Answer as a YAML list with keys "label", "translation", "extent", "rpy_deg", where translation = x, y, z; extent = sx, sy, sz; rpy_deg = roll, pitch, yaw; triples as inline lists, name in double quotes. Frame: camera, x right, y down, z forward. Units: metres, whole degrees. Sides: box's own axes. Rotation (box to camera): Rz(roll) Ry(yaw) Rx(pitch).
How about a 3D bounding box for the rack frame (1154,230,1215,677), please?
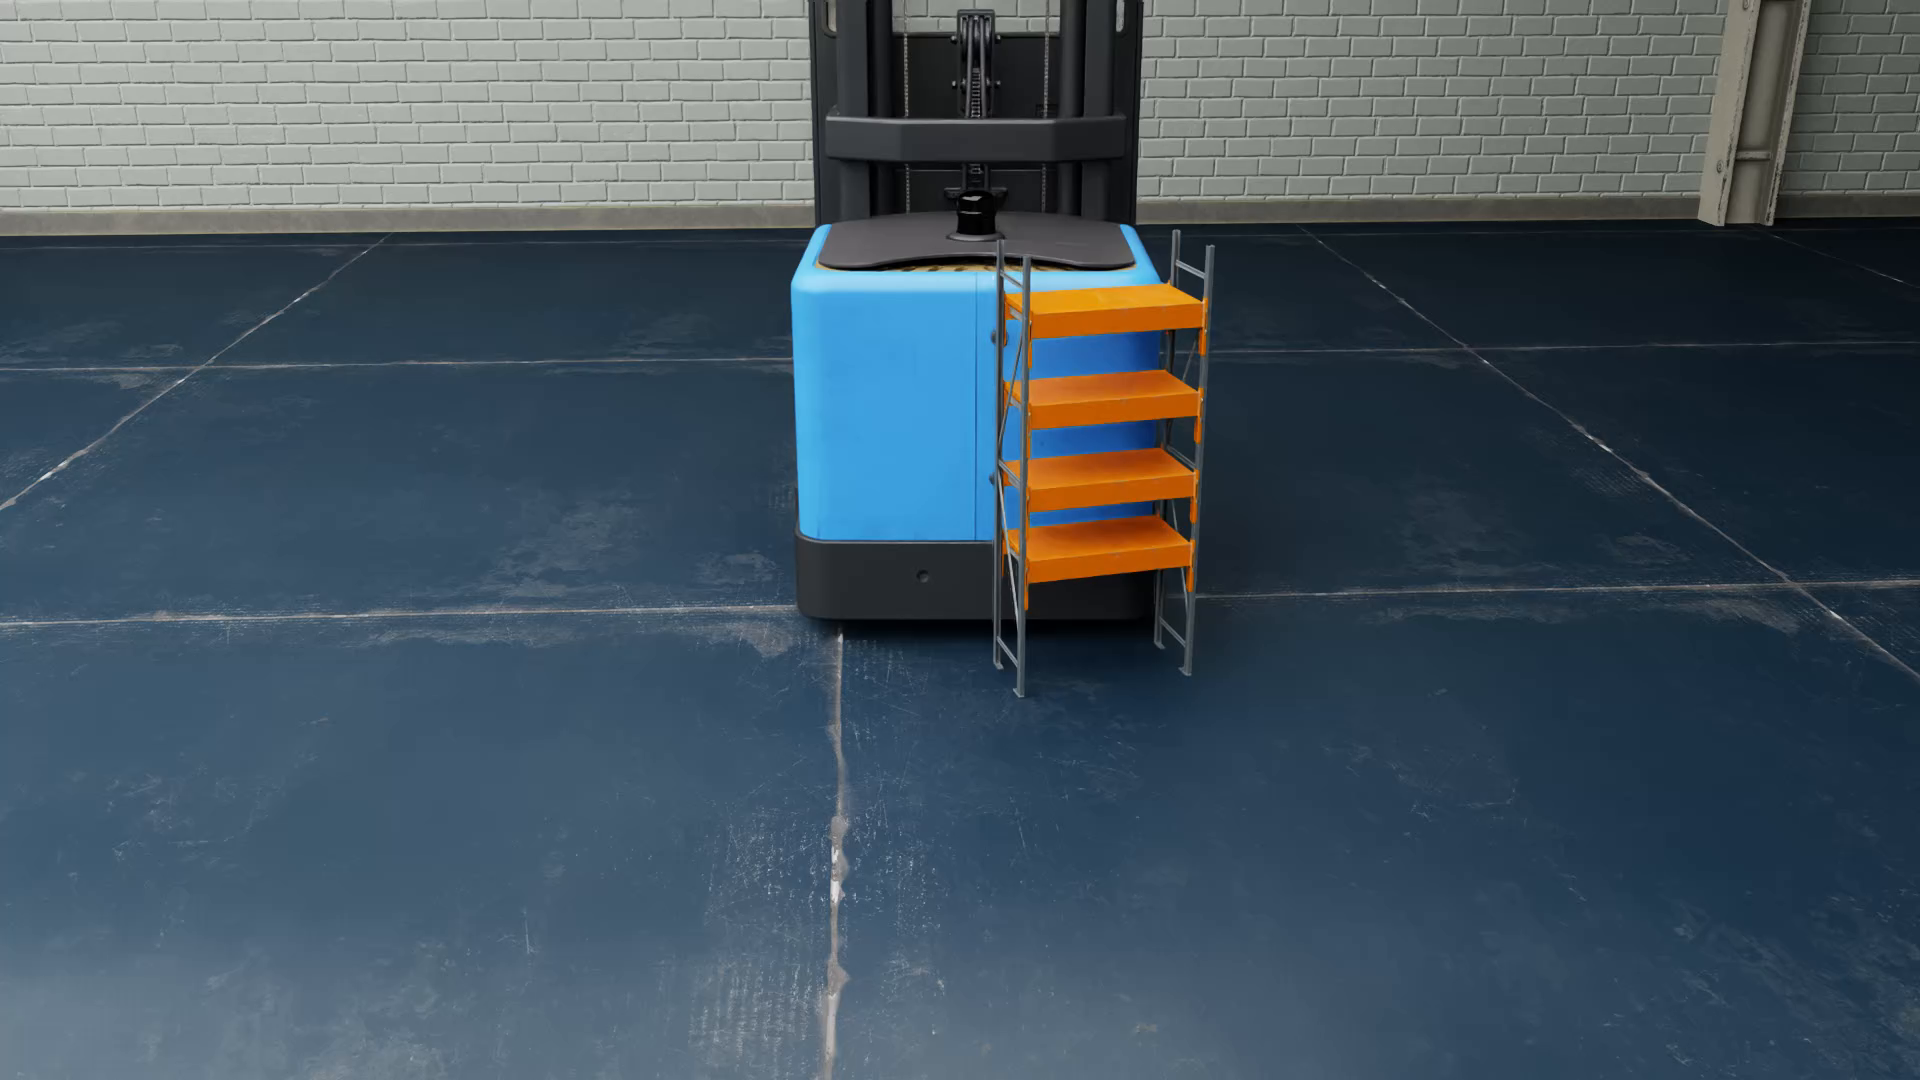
- label: "rack frame"
  translation: [0.603, -0.221, 4.515]
  extent: [0.015, 1.200, 0.240]
  rpy_deg: [-6, 22, -15]

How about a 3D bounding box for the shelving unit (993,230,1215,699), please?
- label: "shelving unit"
  translation: [0.369, -0.197, 4.452]
  extent: [0.503, 1.200, 0.258]
  rpy_deg: [-6, 22, -15]

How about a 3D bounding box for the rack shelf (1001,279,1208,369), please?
- label: "rack shelf"
  translation: [0.369, -0.564, 4.312]
  extent: [0.480, 0.148, 0.258]
  rpy_deg: [-6, 22, -15]

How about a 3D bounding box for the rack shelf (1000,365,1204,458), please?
- label: "rack shelf"
  translation: [0.369, -0.343, 4.396]
  extent: [0.480, 0.148, 0.258]
  rpy_deg: [-6, 22, -15]

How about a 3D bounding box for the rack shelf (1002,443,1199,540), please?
- label: "rack shelf"
  translation: [0.369, -0.134, 4.476]
  extent: [0.480, 0.148, 0.258]
  rpy_deg: [-6, 22, -15]

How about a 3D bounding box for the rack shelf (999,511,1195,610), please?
- label: "rack shelf"
  translation: [0.369, 0.052, 4.547]
  extent: [0.480, 0.148, 0.258]
  rpy_deg: [-6, 22, -15]

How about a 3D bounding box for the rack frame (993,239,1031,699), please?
- label: "rack frame"
  translation: [0.134, -0.173, 4.389]
  extent: [0.015, 1.200, 0.240]
  rpy_deg: [-6, 22, -15]

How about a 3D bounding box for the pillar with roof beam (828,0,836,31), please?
- label: "pillar with roof beam"
  translation: [-0.479, -4.721, 5.372]
  extent: [0.400, 9.000, 9.100]
  rpy_deg: [-1, 21, -3]

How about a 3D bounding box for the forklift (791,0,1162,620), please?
- label: "forklift"
  translation: [0.053, -1.610, 5.731]
  extent: [1.130, 2.935, 3.031]
  rpy_deg: [0, 21, 0]

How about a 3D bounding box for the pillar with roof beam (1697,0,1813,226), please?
- label: "pillar with roof beam"
  translation: [5.511, -4.842, 5.693]
  extent: [0.400, 9.000, 9.100]
  rpy_deg: [-1, 21, -3]
